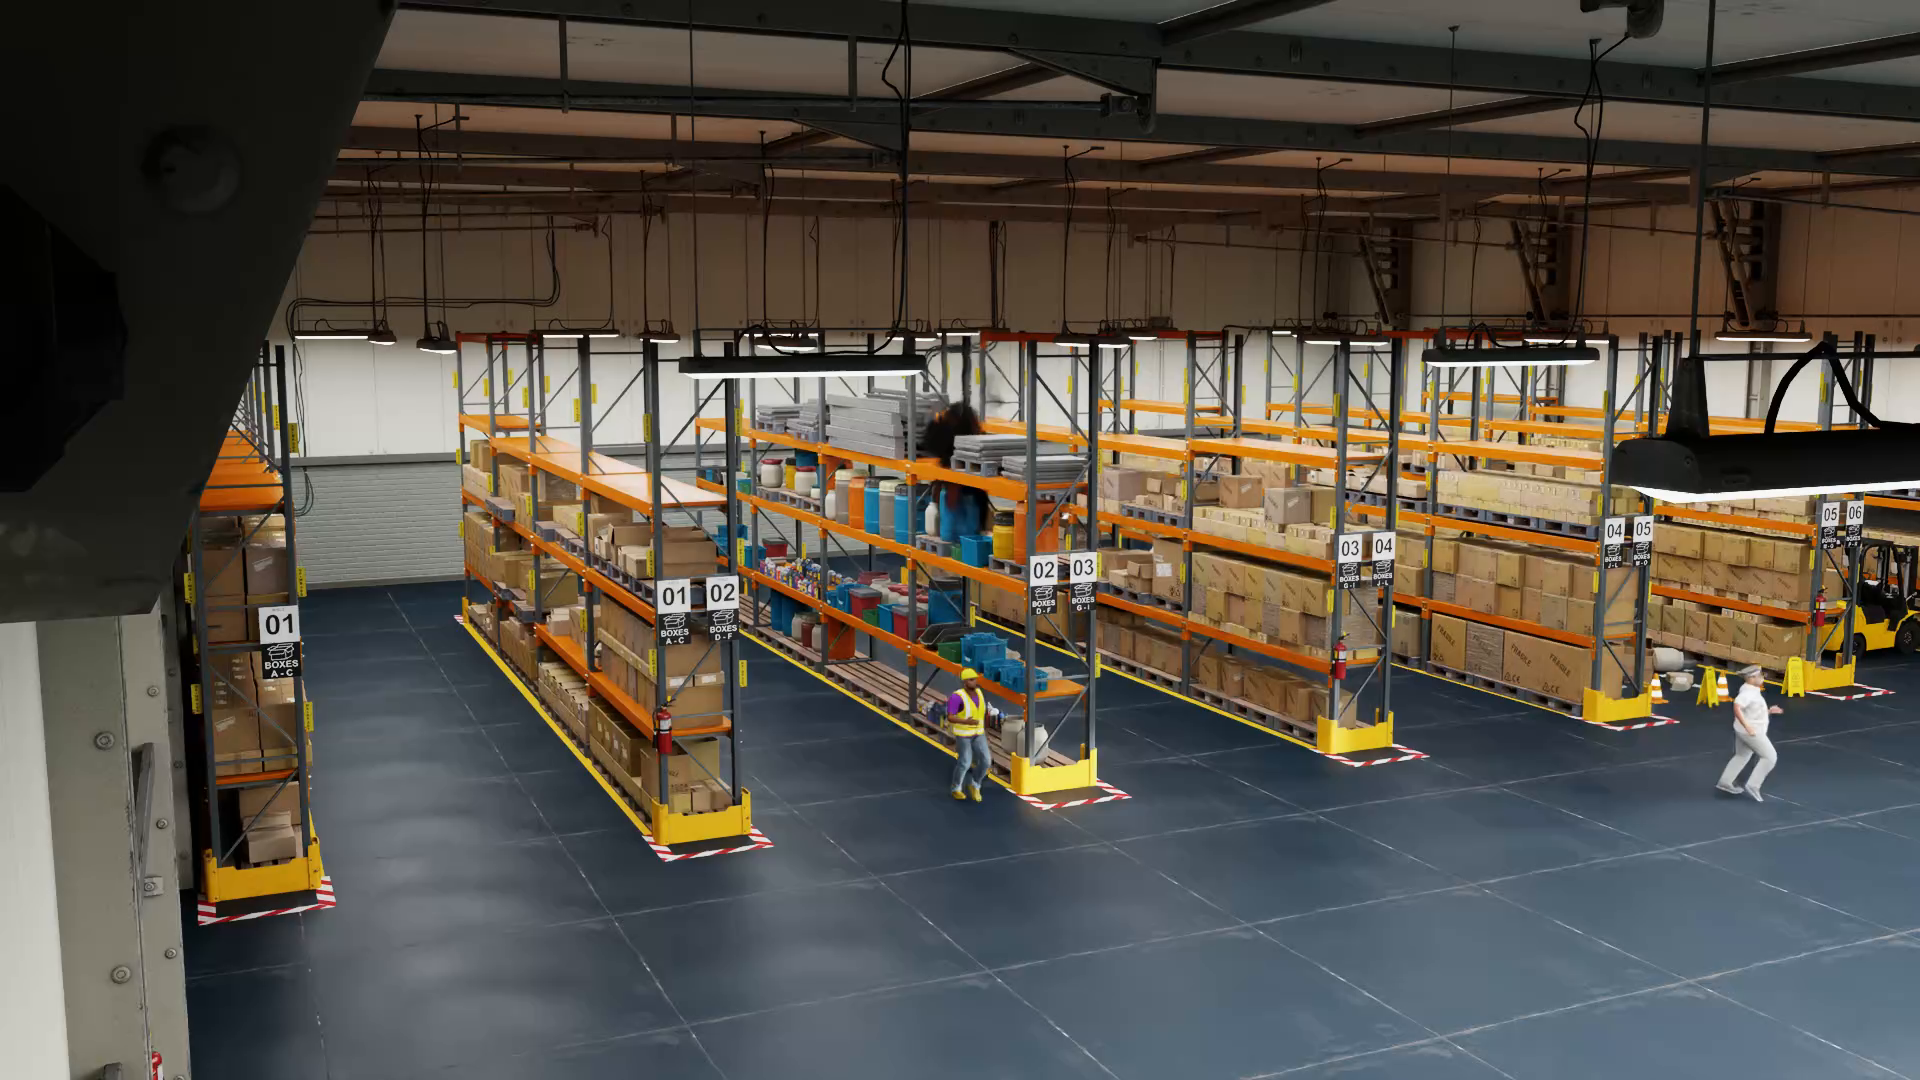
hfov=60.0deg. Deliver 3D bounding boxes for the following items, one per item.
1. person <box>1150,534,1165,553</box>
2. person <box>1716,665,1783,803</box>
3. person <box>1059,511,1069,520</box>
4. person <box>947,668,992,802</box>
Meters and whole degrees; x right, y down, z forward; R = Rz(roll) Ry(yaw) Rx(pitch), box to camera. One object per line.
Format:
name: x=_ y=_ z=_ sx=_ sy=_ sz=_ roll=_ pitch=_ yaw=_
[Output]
person: x=4.347 y=0.662 z=35.984 sx=0.623 sy=1.657 sz=0.736 roll=-4 pitch=9 yaw=-28
person: x=10.387 y=2.534 z=21.817 sx=0.744 sy=1.828 sz=0.635 roll=2 pitch=8 yaw=12
person: x=2.405 y=-0.018 z=40.694 sx=0.719 sy=1.756 sz=0.884 roll=4 pitch=9 yaw=26
person: x=0.146 y=2.565 z=21.656 sx=0.695 sy=1.810 sz=0.635 roll=-6 pitch=10 yaw=-38
